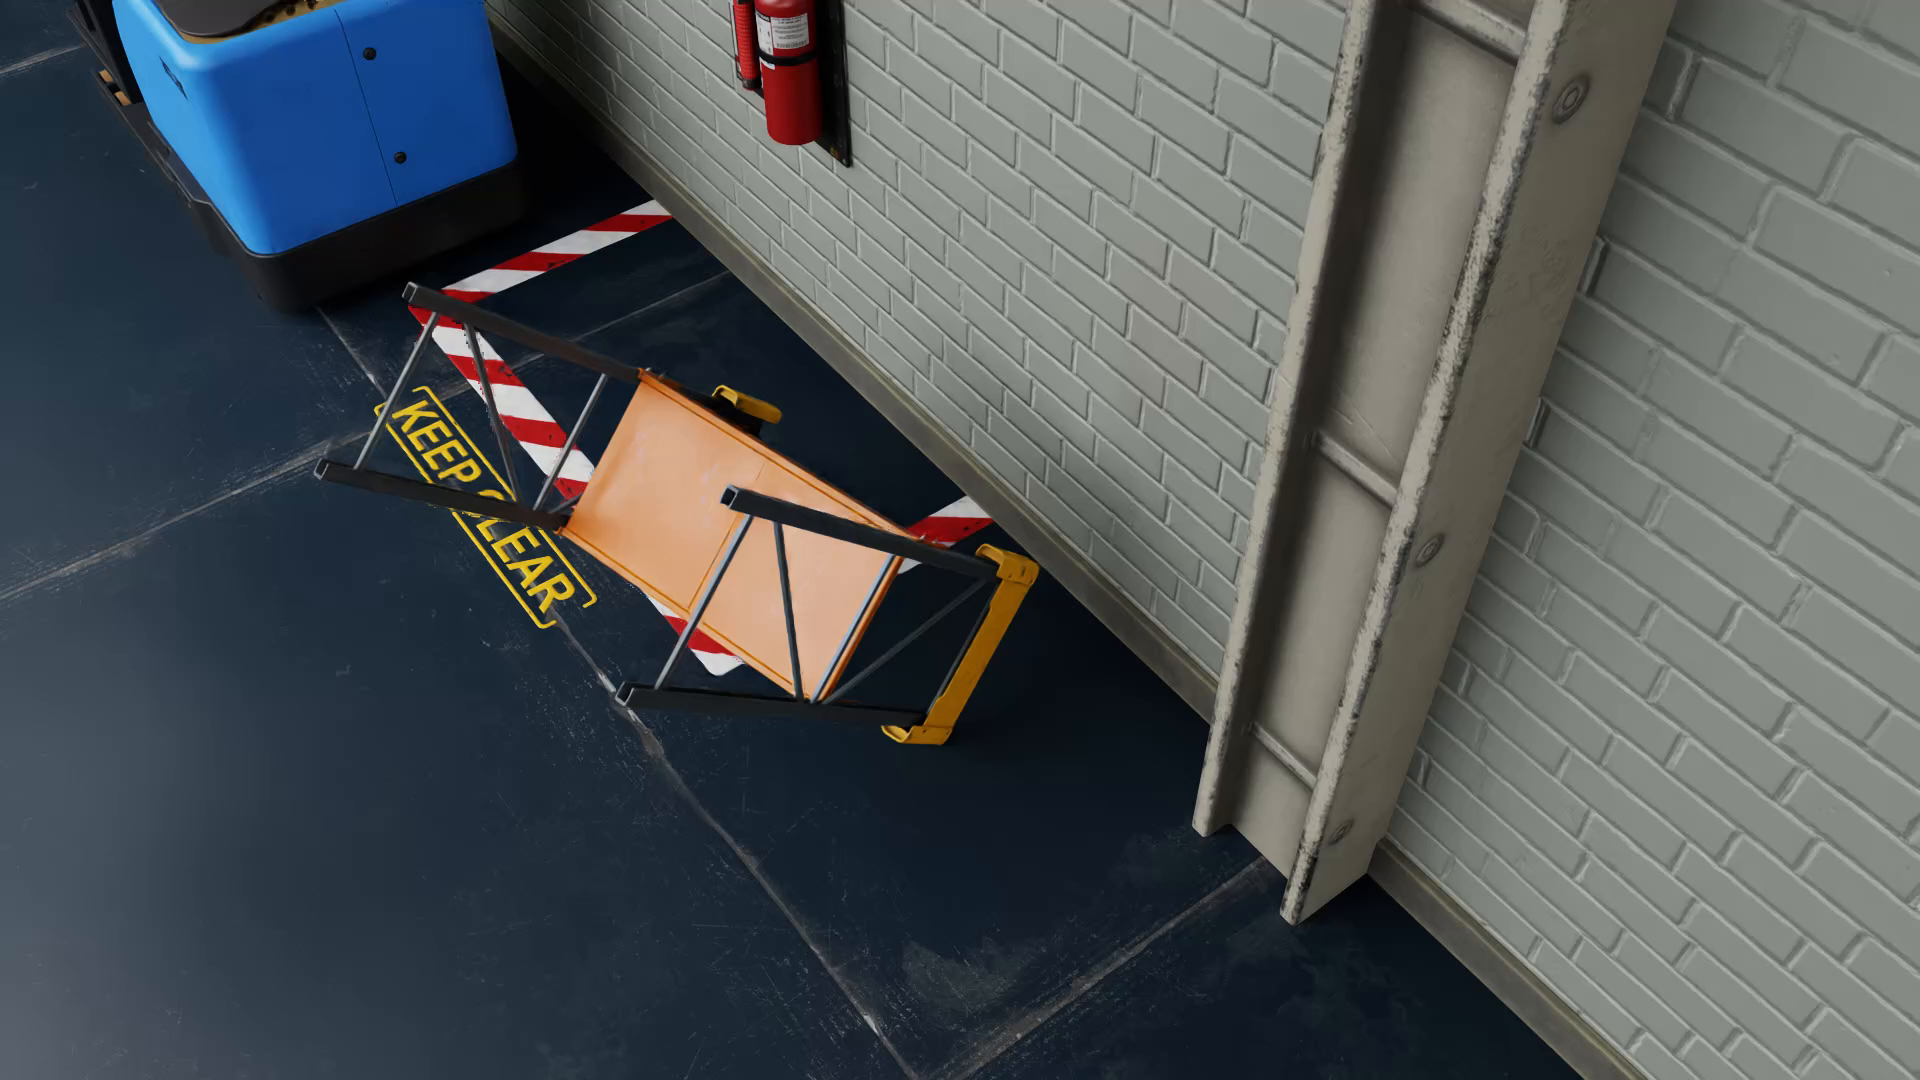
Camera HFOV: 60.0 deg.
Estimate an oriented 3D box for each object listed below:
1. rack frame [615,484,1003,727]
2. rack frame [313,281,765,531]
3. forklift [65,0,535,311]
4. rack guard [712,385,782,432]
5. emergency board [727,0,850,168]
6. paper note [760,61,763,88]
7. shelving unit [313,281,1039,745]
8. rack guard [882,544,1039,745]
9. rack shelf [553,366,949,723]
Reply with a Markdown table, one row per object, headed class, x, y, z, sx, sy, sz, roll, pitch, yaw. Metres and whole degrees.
| class | x | y | z | sx | sy | sz | roll | pitch | yaw |
| --- | --- | --- | --- | --- | --- | --- | --- | --- | --- |
| rack frame | -0.257 | 0.212 | 4.025 | 0.032 | 1.500 | 0.500 | 31 | 96 | 26 |
| rack frame | -1.041 | -0.263 | 4.464 | 0.032 | 1.500 | 0.500 | 31 | 96 | 26 |
| forklift | -2.897 | -2.844 | 5.850 | 1.130 | 2.935 | 3.031 | -29 | 54 | -24 |
| rack guard | -0.763 | -0.171 | 5.016 | 0.087 | 0.250 | 0.587 | 31 | 96 | 26 |
| emergency board | -0.594 | -1.658 | 4.729 | 0.194 | 1.169 | 0.643 | -29 | 54 | -24 |
| paper note | -0.646 | -1.498 | 5.178 | 0.016 | 0.148 | 0.142 | -29 | 54 | -24 |
| shelving unit | -0.642 | -0.021 | 4.241 | 1.083 | 1.500 | 0.587 | 31 | 96 | 26 |
| rack guard | 0.006 | 0.295 | 4.587 | 0.087 | 0.250 | 0.587 | 31 | 96 | 26 |
| rack shelf | -0.573 | -0.001 | 4.406 | 1.000 | 0.185 | 0.538 | 31 | 96 | 26 |
